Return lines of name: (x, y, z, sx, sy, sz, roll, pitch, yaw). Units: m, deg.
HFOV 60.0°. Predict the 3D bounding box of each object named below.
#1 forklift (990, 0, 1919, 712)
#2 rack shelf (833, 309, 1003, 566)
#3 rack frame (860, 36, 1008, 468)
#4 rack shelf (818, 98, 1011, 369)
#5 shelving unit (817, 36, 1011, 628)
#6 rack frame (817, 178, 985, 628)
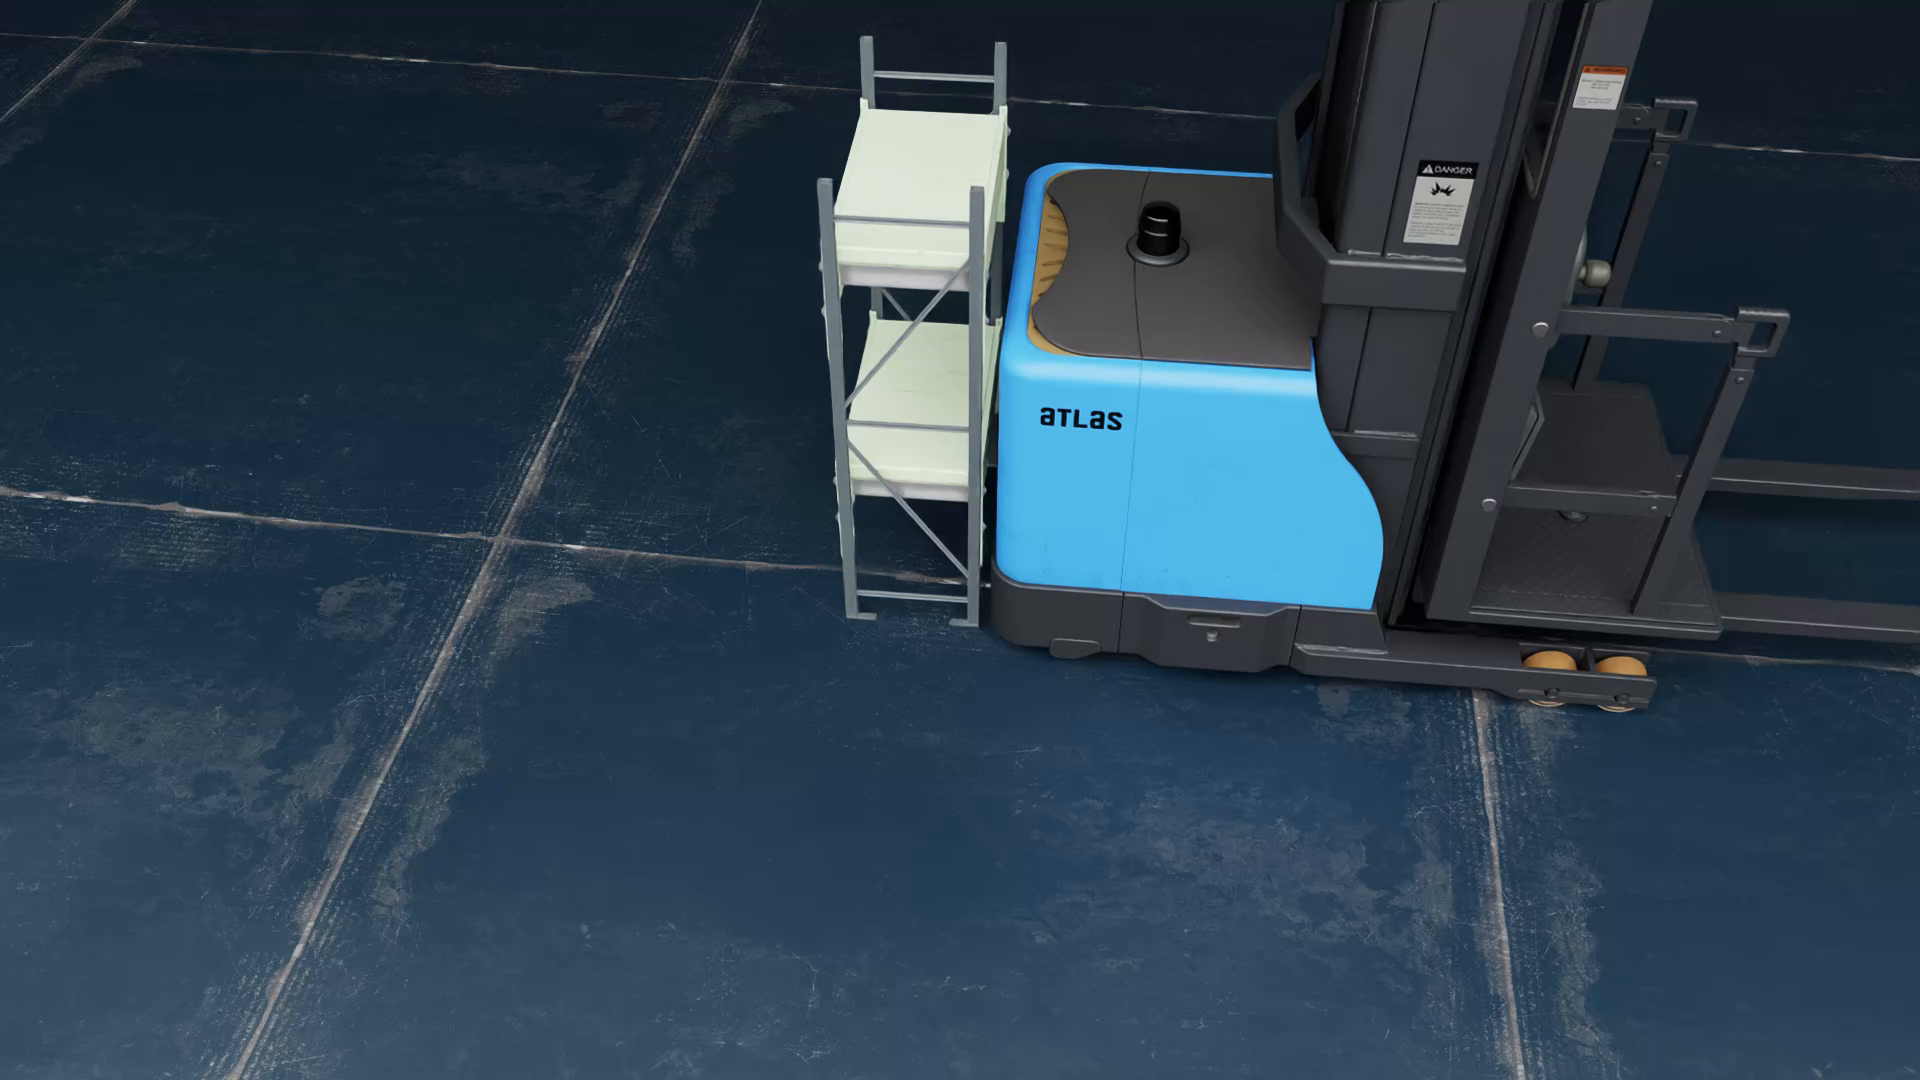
forklift: (1.641, -0.962, 4.134, 3.031, 2.935, 1.130, 4, 44, 4)
rack shelf: (-0.107, -0.317, 4.968, 0.431, 0.370, 0.720, 4, 44, 4)
rack frame: (-0.072, -0.804, 5.008, 0.400, 1.500, 0.023, 4, 44, 4)
rack shelf: (-0.107, -0.837, 4.475, 0.431, 0.370, 0.720, 4, 44, 4)
shelving unit: (-0.107, -0.554, 4.744, 0.431, 1.500, 0.755, 4, 44, 4)
rack frame: (-0.142, -0.303, 4.479, 0.400, 1.500, 0.023, 4, 44, 4)
